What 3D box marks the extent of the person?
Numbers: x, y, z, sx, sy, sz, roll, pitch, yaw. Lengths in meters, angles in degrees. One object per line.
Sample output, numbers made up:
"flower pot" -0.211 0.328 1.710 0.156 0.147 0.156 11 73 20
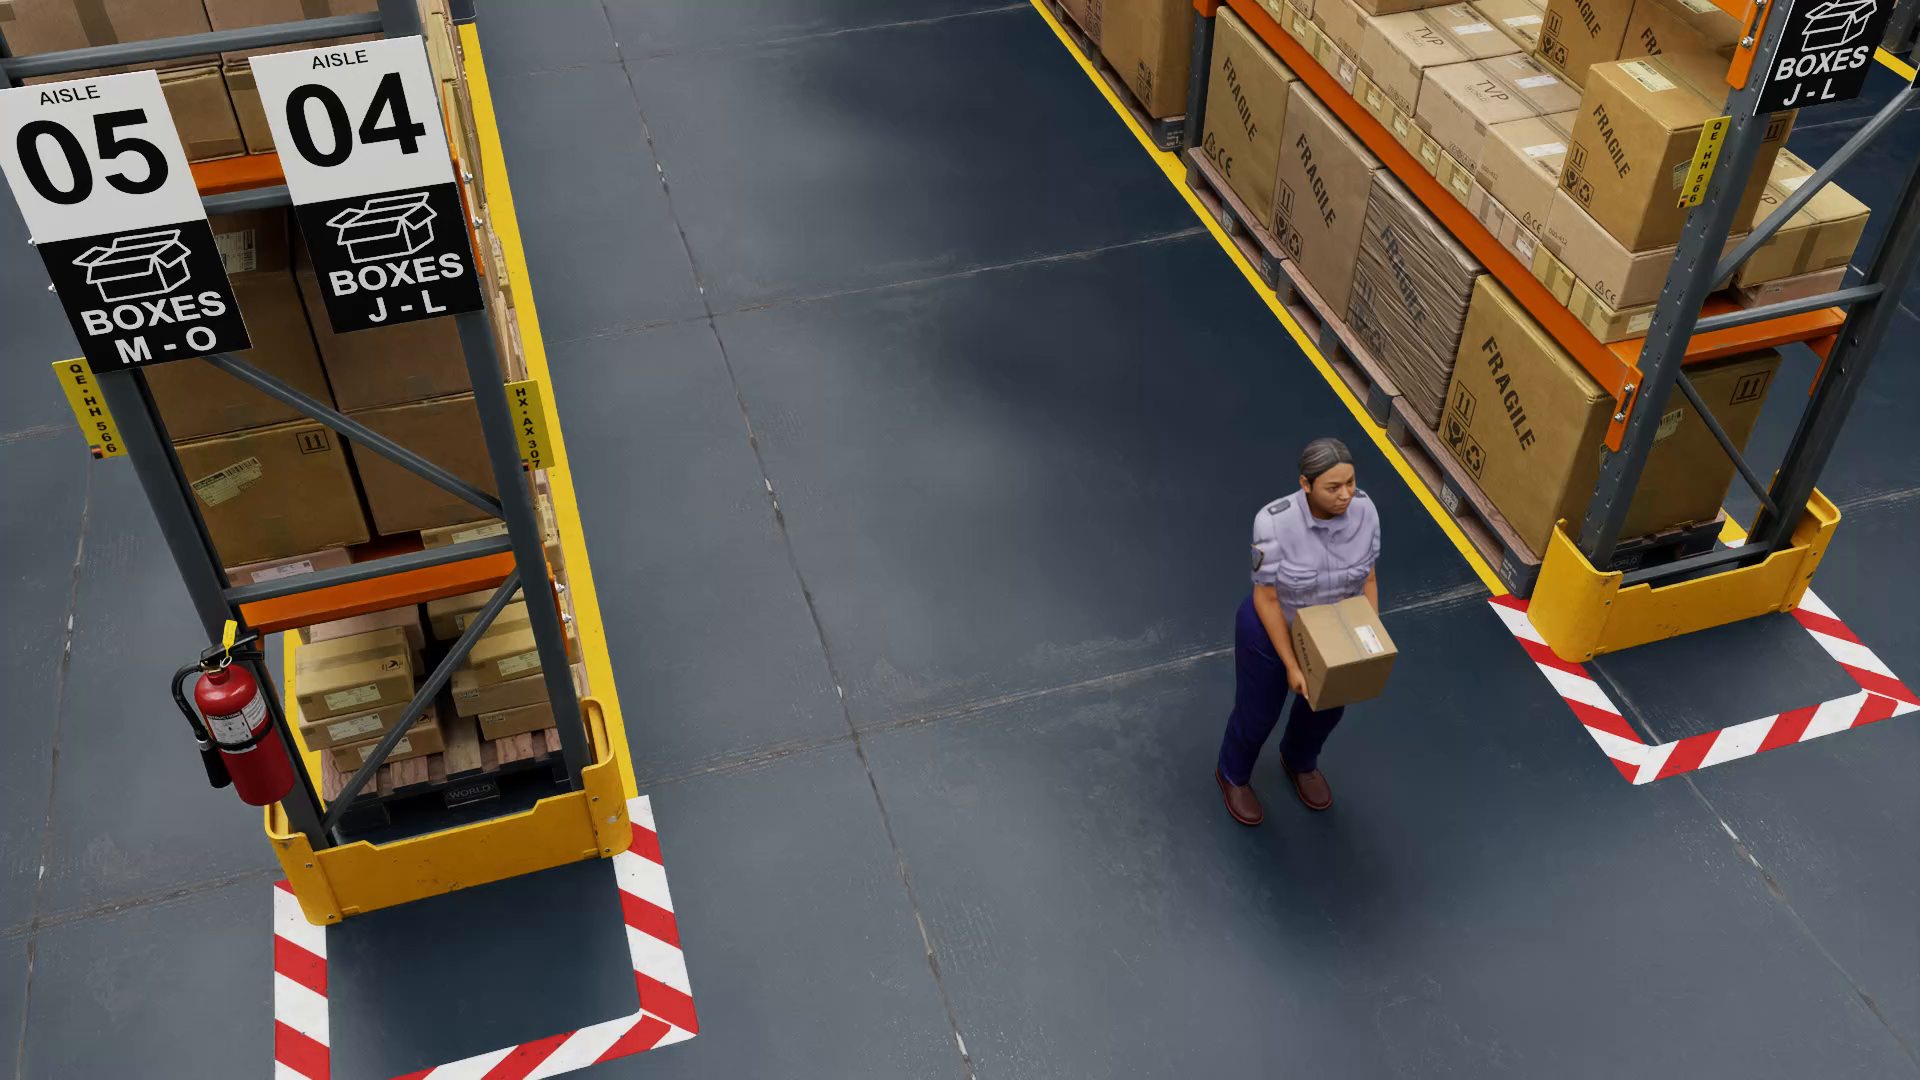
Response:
"person" 1.214 0.376 5.767 0.454 1.636 0.514 -12 44 -13
